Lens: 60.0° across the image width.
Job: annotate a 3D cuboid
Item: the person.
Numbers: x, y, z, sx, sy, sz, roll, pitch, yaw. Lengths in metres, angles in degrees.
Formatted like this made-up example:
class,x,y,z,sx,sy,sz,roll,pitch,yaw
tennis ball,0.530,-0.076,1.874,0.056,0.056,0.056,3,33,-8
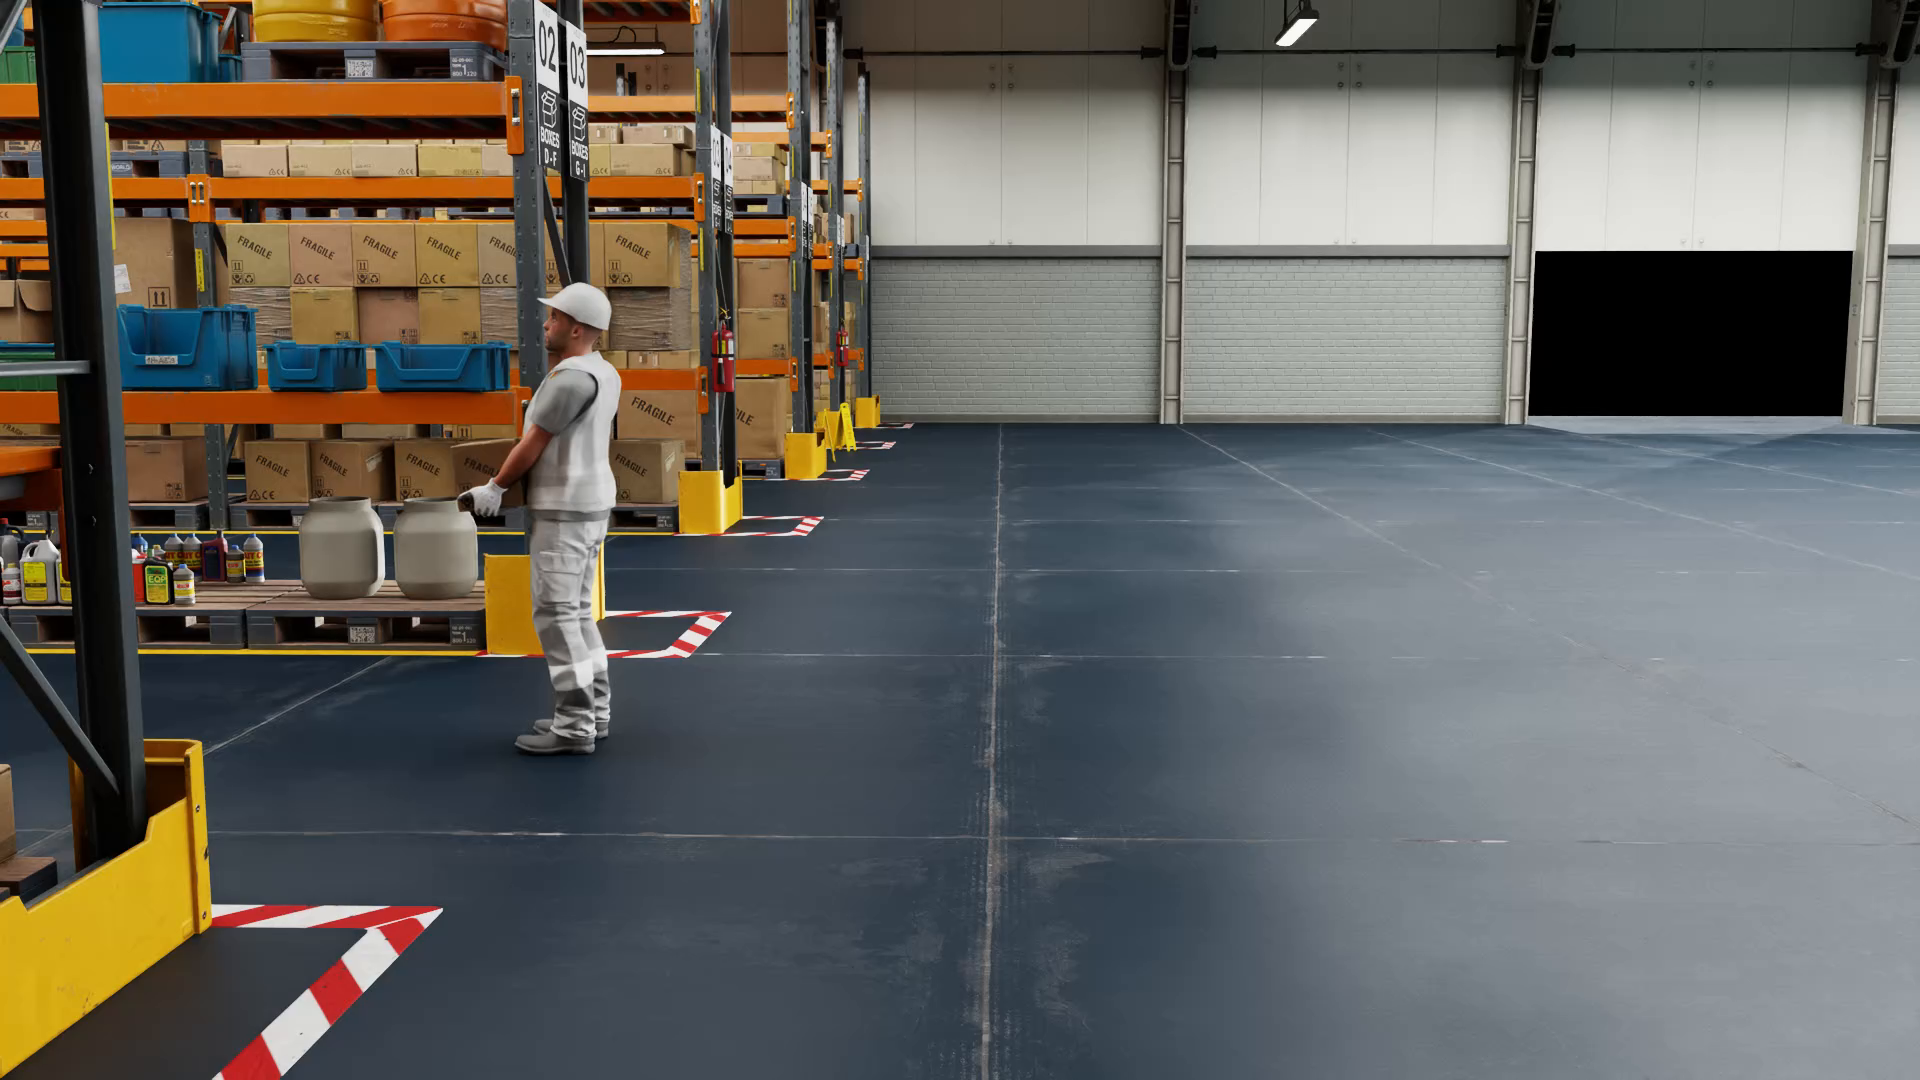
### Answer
class,x,y,z,sx,sy,sz,roll,pitch,yaw
person,-1.597,-0.084,6.363,0.572,1.783,0.494,0,7,1
